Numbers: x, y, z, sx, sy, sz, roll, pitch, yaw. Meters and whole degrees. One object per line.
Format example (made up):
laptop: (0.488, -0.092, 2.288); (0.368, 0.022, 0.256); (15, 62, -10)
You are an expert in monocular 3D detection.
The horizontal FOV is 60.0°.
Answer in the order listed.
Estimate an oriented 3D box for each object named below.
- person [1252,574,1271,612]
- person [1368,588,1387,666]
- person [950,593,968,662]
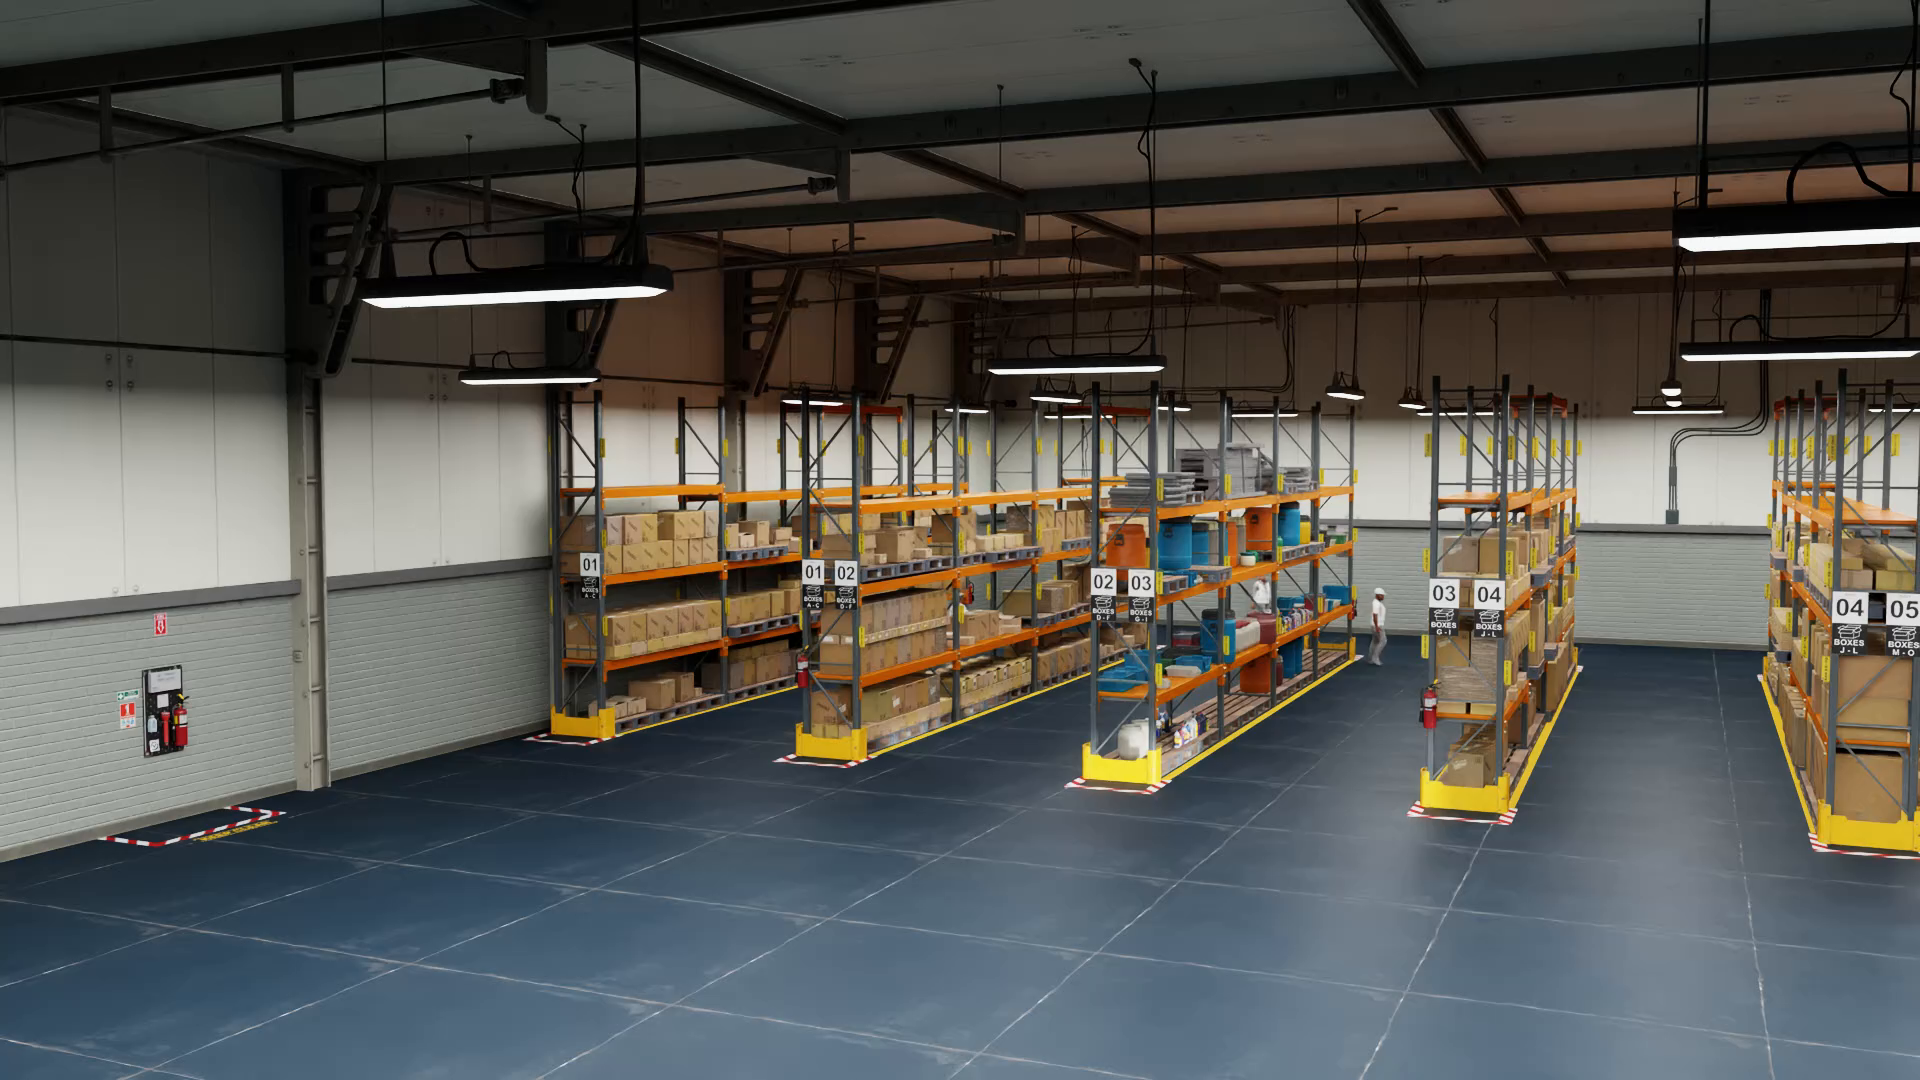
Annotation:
person: (8.068, 1.676, 44.443); (0.514, 1.742, 0.943); (-3, 4, -44)
person: (9.657, 1.997, 38.487); (0.403, 1.782, 0.624); (1, 3, 10)
person: (-0.033, 2.066, 37.317); (0.528, 1.756, 0.573); (-2, 4, -38)
